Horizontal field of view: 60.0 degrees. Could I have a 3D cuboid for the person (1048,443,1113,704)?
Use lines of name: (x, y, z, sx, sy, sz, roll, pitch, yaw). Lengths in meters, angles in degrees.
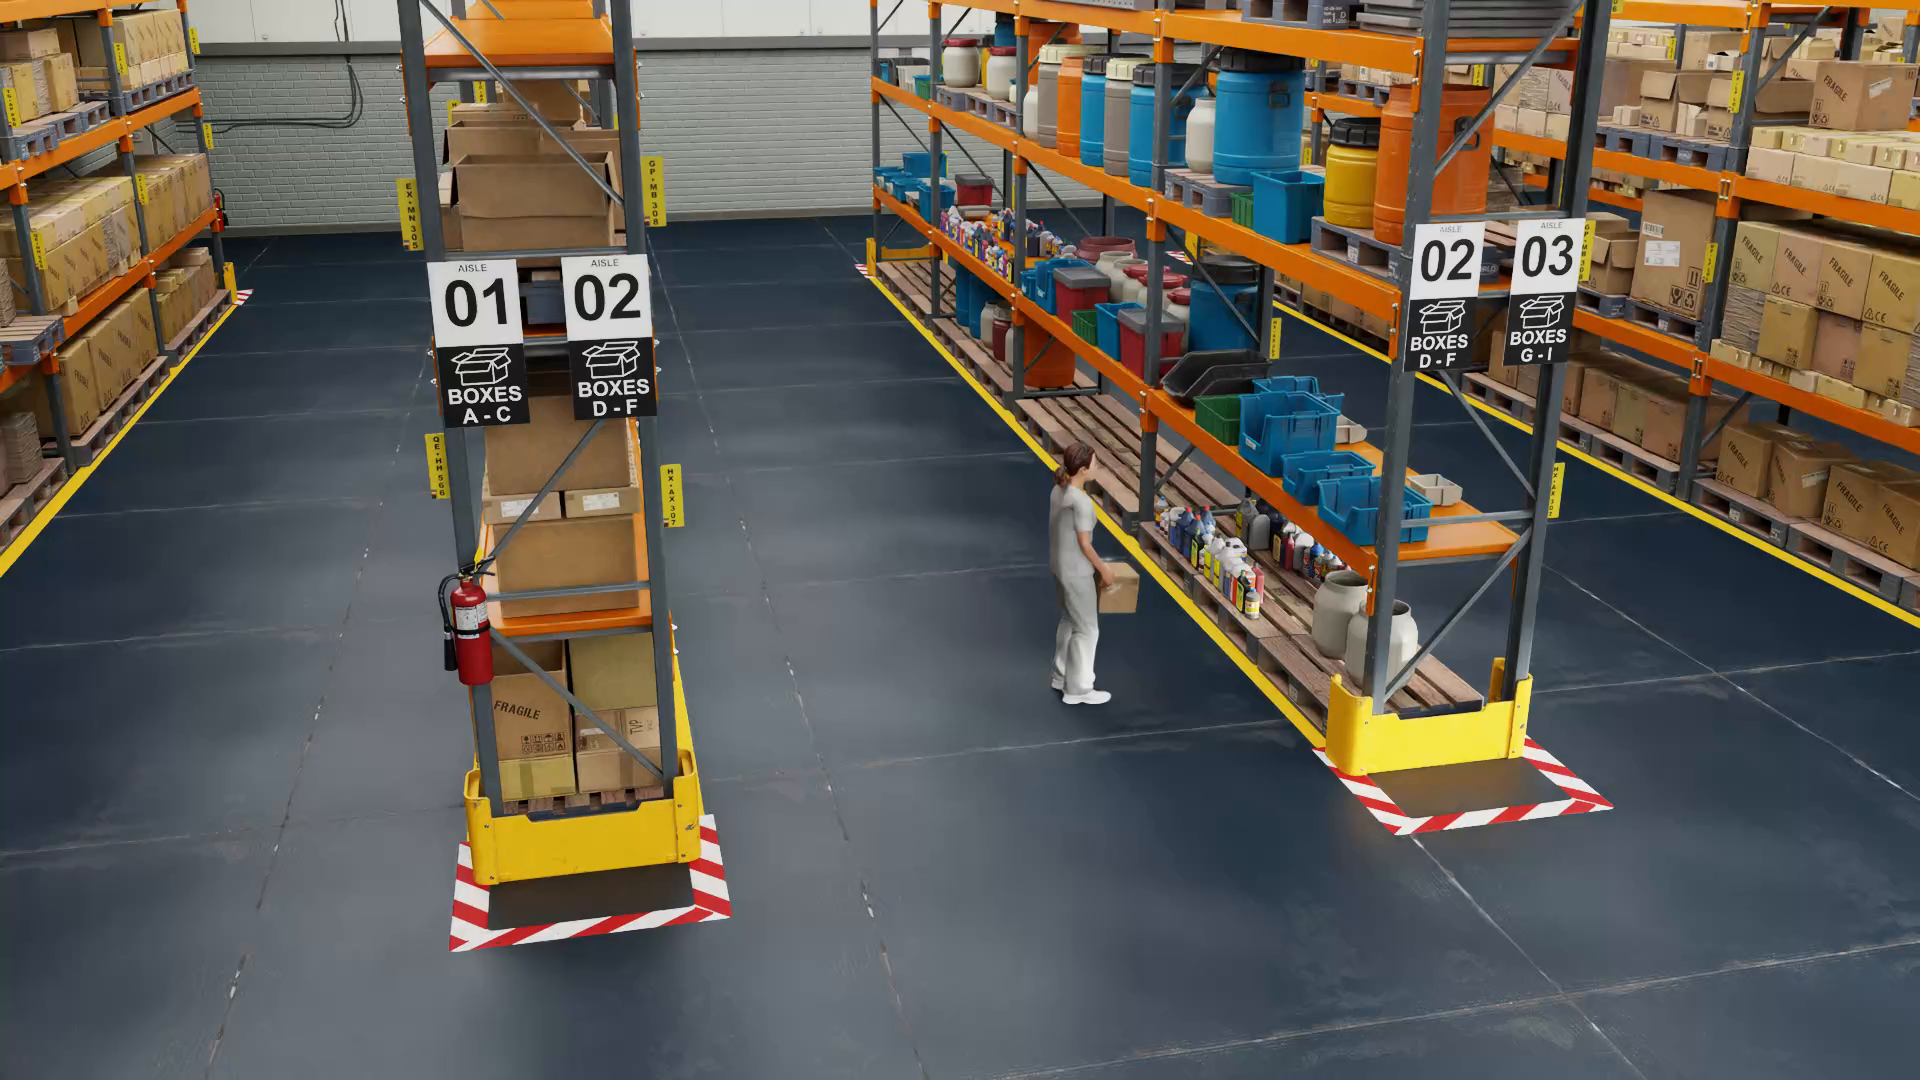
person: (0.748, 0.196, 10.519, 0.378, 1.676, 0.467, -5, 20, -14)
